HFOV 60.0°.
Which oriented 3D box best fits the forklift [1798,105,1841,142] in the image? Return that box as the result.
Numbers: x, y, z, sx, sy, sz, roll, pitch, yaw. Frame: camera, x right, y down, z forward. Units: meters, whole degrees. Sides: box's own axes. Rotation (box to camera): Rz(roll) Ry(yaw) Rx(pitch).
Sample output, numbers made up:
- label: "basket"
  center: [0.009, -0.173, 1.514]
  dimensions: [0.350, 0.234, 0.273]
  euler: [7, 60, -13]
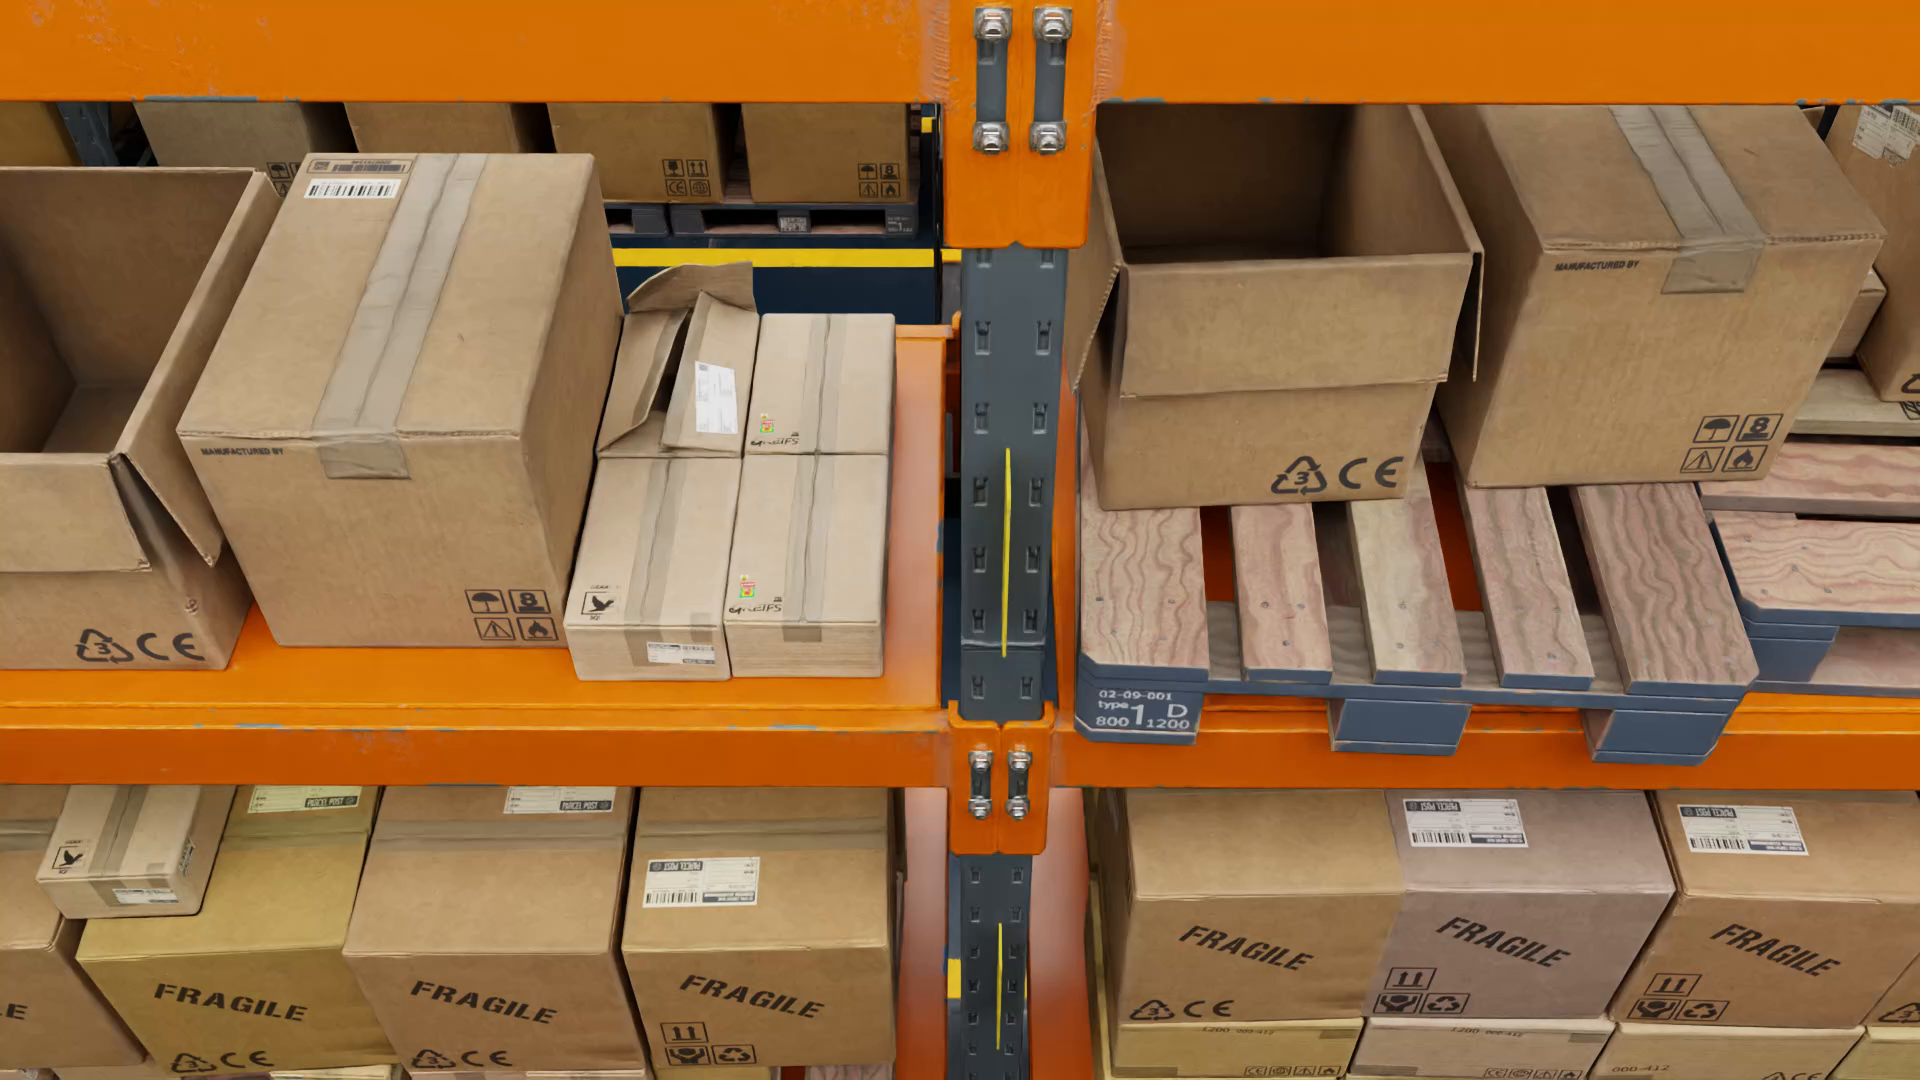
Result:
- label: "forklift"
  center: [3.629, -1.084, 5.757]
  dimensions: [3.031, 2.935, 1.130]
  euler: [-1, 47, -1]

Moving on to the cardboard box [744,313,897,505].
- label: "cardboard box"
  center: [-0.247, -0.240, 3.046]
  dimensions: [0.250, 0.149, 0.380]
  euler: [0, 47, 0]

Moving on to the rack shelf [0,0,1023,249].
- label: "rack shelf"
  center: [-1.933, -0.846, 2.154]
  dimensions: [4.000, 0.370, 1.077]
  euler: [0, 47, 0]

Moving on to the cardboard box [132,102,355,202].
- label: "cardboard box"
  center: [-3.395, -2.253, 8.048]
  dimensions: [0.750, 0.750, 1.050]
  euler: [0, 47, 0]

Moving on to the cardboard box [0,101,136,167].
- label: "cardboard box"
  center: [-4.644, -2.285, 7.992]
  dimensions: [0.875, 0.875, 0.875]
  euler: [1, 47, 1]

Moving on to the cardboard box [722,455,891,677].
- label: "cardboard box"
  center: [-0.249, 0.038, 2.787]
  dimensions: [0.250, 0.149, 0.380]
  euler: [0, 47, 0]

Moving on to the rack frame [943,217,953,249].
- label: "rack frame"
  center: [-0.016, -2.802, 7.308]
  dimensions: [0.127, 3.000, 1.000]
  euler: [0, 47, 0]

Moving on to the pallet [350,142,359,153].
- label: "pallet"
  center: [-3.244, -1.915, 8.389]
  dimensions: [1.213, 0.211, 1.003]
  euler: [0, 47, 0]

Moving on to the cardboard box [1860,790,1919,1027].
- label: "cardboard box"
  center: [2.077, 0.639, 3.355]
  dimensions: [0.500, 0.500, 0.500]
  euler: [1, 47, 1]

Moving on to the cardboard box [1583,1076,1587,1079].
- label: "cardboard box"
  center: [1.594, 1.053, 3.823]
  dimensions: [0.500, 0.250, 0.500]
  euler: [2, 47, 1]

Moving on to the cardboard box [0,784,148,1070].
- label: "cardboard box"
  center: [-1.956, 0.750, 3.445]
  dimensions: [0.500, 0.500, 0.500]
  euler: [-2, 47, -1]

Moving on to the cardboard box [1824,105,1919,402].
- label: "cardboard box"
  center: [1.830, -0.585, 2.840]
  dimensions: [0.500, 0.500, 0.500]
  euler: [1, 47, 1]

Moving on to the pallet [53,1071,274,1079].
- label: "pallet"
  center: [-1.913, 0.912, 3.983]
  dimensions: [1.213, 0.211, 1.003]
  euler: [0, 47, 0]

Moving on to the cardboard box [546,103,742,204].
- label: "cardboard box"
  center: [-1.499, -2.246, 8.041]
  dimensions: [0.750, 0.750, 1.050]
  euler: [1, 47, 1]

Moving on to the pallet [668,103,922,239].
- label: "pallet"
  center: [-0.804, -1.909, 8.382]
  dimensions: [1.213, 0.211, 1.003]
  euler: [0, 47, 0]

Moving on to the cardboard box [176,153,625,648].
- label: "cardboard box"
  center: [-0.881, -0.244, 2.810]
  dimensions: [0.500, 0.500, 0.700]
  euler: [0, 47, 0]

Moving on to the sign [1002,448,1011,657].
- label: "sign"
  center: [0.063, 0.021, 2.279]
  dimensions: [0.005, 0.325, 0.100]
  euler: [0, 47, 0]

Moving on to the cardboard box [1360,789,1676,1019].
- label: "cardboard box"
  center: [1.055, 0.622, 3.371]
  dimensions: [0.500, 0.500, 0.500]
  euler: [0, 47, 0]

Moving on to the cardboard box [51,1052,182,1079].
- label: "cardboard box"
  center: [-1.812, 0.990, 3.664]
  dimensions: [0.250, 0.149, 0.380]
  euler: [-1, 47, -1]

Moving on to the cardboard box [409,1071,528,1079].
- label: "cardboard box"
  center: [-1.034, 1.014, 3.642]
  dimensions: [0.250, 0.149, 0.380]
  euler: [-2, 47, -2]

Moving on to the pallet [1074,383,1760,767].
- label: "pallet"
  center: [0.711, -0.173, 2.941]
  dimensions: [1.003, 0.211, 1.213]
  euler: [2, 47, 2]

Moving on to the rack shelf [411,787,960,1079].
- label: "rack shelf"
  center: [-1.933, 1.062, 4.204]
  dimensions: [4.000, 0.370, 1.077]
  euler: [0, 47, 0]

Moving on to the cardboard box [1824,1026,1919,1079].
- label: "cardboard box"
  center: [2.095, 0.909, 3.616]
  dimensions: [0.500, 0.250, 0.500]
  euler: [1, 47, 1]

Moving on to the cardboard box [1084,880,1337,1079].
- label: "cardboard box"
  center: [0.555, 1.059, 3.818]
  dimensions: [0.500, 0.250, 0.500]
  euler: [-1, 47, -1]

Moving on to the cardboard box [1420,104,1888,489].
- label: "cardboard box"
  center: [1.058, -0.513, 2.774]
  dimensions: [0.500, 0.500, 0.700]
  euler: [-2, 47, -2]

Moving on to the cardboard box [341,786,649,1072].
- label: "cardboard box"
  center: [-0.906, 0.752, 3.442]
  dimensions: [0.500, 0.500, 0.500]
  euler: [-1, 47, 0]

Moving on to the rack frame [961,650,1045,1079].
- label: "rack frame"
  center: [0.067, 0.822, 3.936]
  dimensions: [0.127, 3.000, 1.000]
  euler: [0, 47, 0]

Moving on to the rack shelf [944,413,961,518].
- label: "rack shelf"
  center: [0.166, -0.229, 6.503]
  dimensions: [0.480, 0.518, 0.431]
  euler: [0, 47, 0]

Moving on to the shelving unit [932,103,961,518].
- label: "shelving unit"
  center: [0.166, -0.715, 5.981]
  dimensions: [0.503, 2.100, 0.431]
  euler: [0, 47, 0]

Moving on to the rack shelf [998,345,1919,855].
- label: "rack shelf"
  center: [2.067, 0.051, 3.096]
  dimensions: [4.000, 0.370, 1.077]
  euler: [0, 47, 0]

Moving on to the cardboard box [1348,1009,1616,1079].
- label: "cardboard box"
  center: [1.090, 0.887, 3.636]
  dimensions: [0.500, 0.250, 0.500]
  euler: [1, 47, 1]

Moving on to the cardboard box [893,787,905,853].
- label: "cardboard box"
  center: [-0.382, 0.373, 3.795]
  dimensions: [0.500, 0.500, 0.500]
  euler: [-1, 47, -1]

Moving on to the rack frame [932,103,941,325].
- label: "rack frame"
  center: [-0.078, -0.716, 5.982]
  dimensions: [0.015, 2.100, 0.400]
  euler: [0, 47, 0]

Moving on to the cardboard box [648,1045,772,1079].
- label: "cardboard box"
  center: [-0.530, 0.988, 3.666]
  dimensions: [0.250, 0.149, 0.380]
  euler: [1, 47, 1]

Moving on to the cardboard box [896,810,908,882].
- label: "cardboard box"
  center: [-0.257, 0.628, 4.001]
  dimensions: [0.250, 0.149, 0.380]
  euler: [-2, 47, -2]
